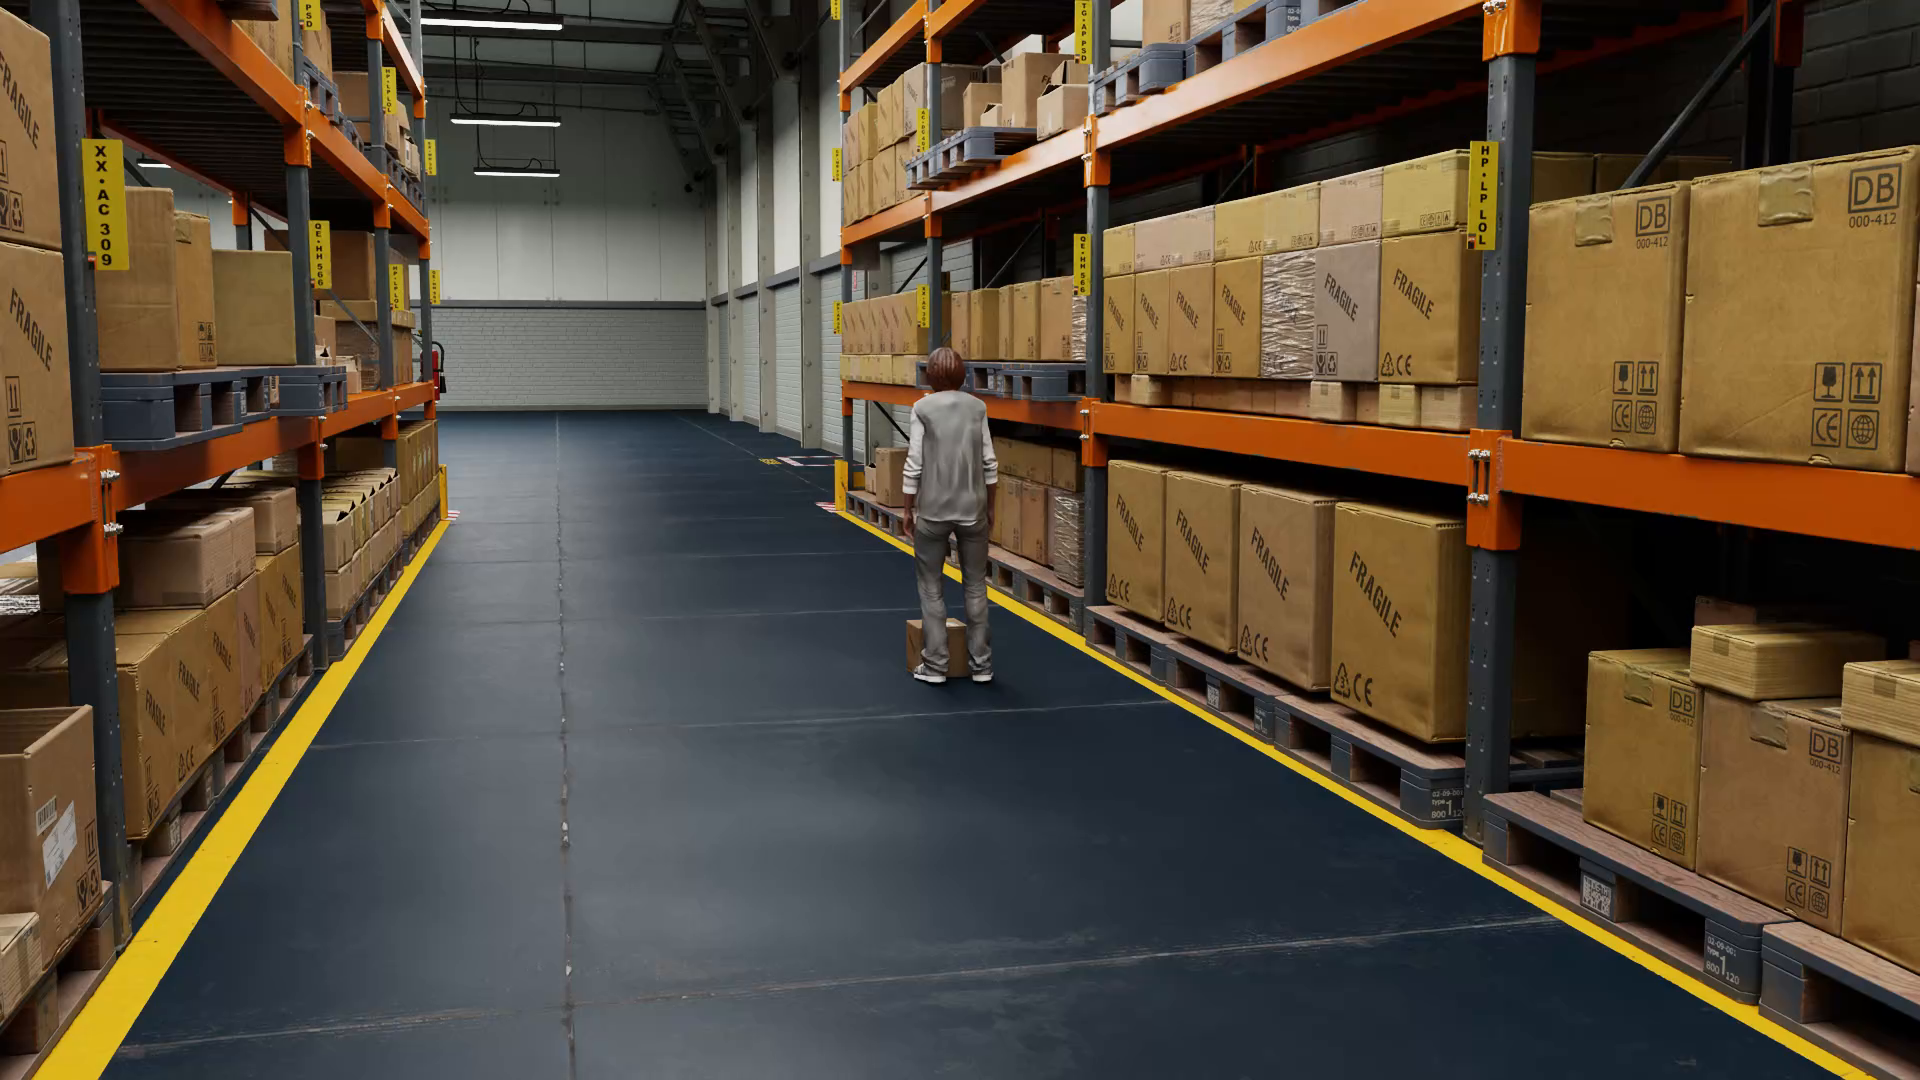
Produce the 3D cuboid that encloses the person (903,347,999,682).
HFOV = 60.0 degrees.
[{"bbox_3d":[-0.048,-0.111,7.882,0.461,1.593,0.364,-2,7,-13],"label":"person"}]
